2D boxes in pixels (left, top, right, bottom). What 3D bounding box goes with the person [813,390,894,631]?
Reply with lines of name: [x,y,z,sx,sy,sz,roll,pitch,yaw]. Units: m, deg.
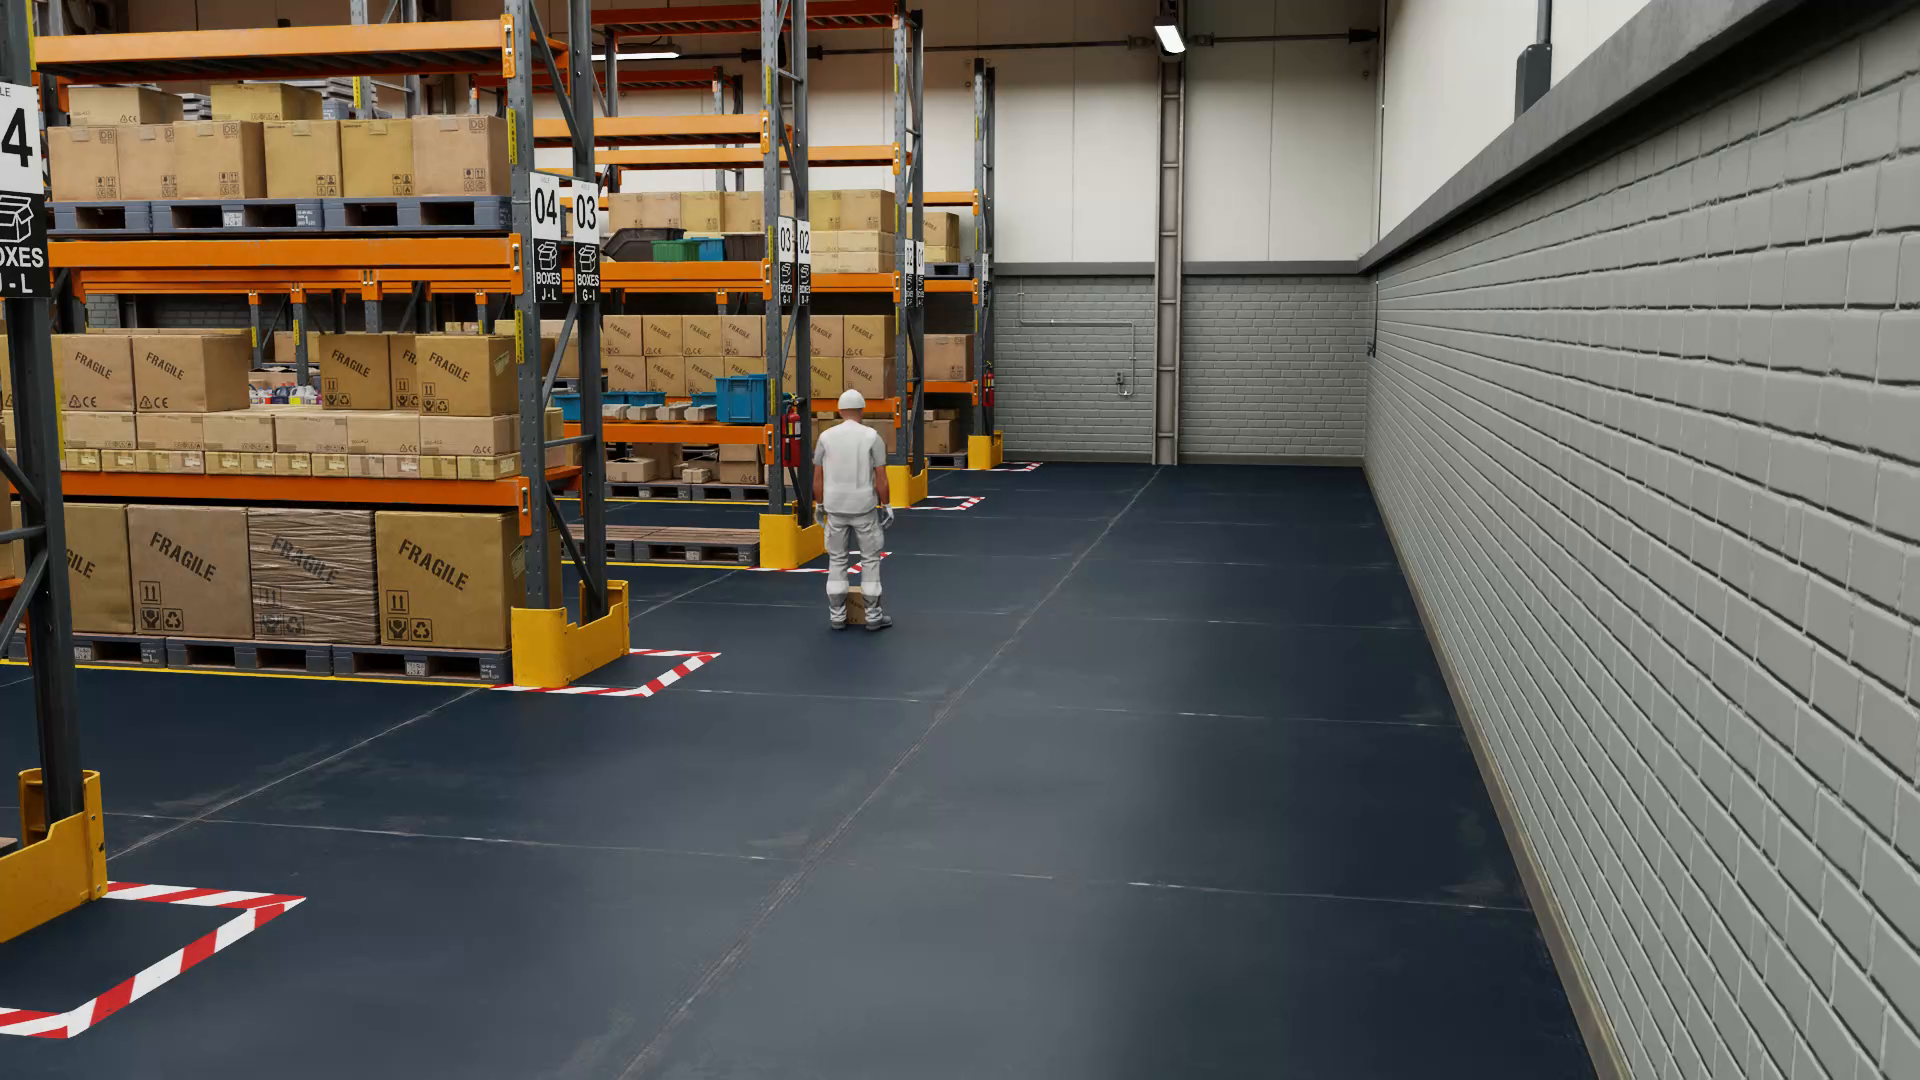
person: [-0.794,-0.225,12.383,0.609,1.780,0.448,2,8,12]
